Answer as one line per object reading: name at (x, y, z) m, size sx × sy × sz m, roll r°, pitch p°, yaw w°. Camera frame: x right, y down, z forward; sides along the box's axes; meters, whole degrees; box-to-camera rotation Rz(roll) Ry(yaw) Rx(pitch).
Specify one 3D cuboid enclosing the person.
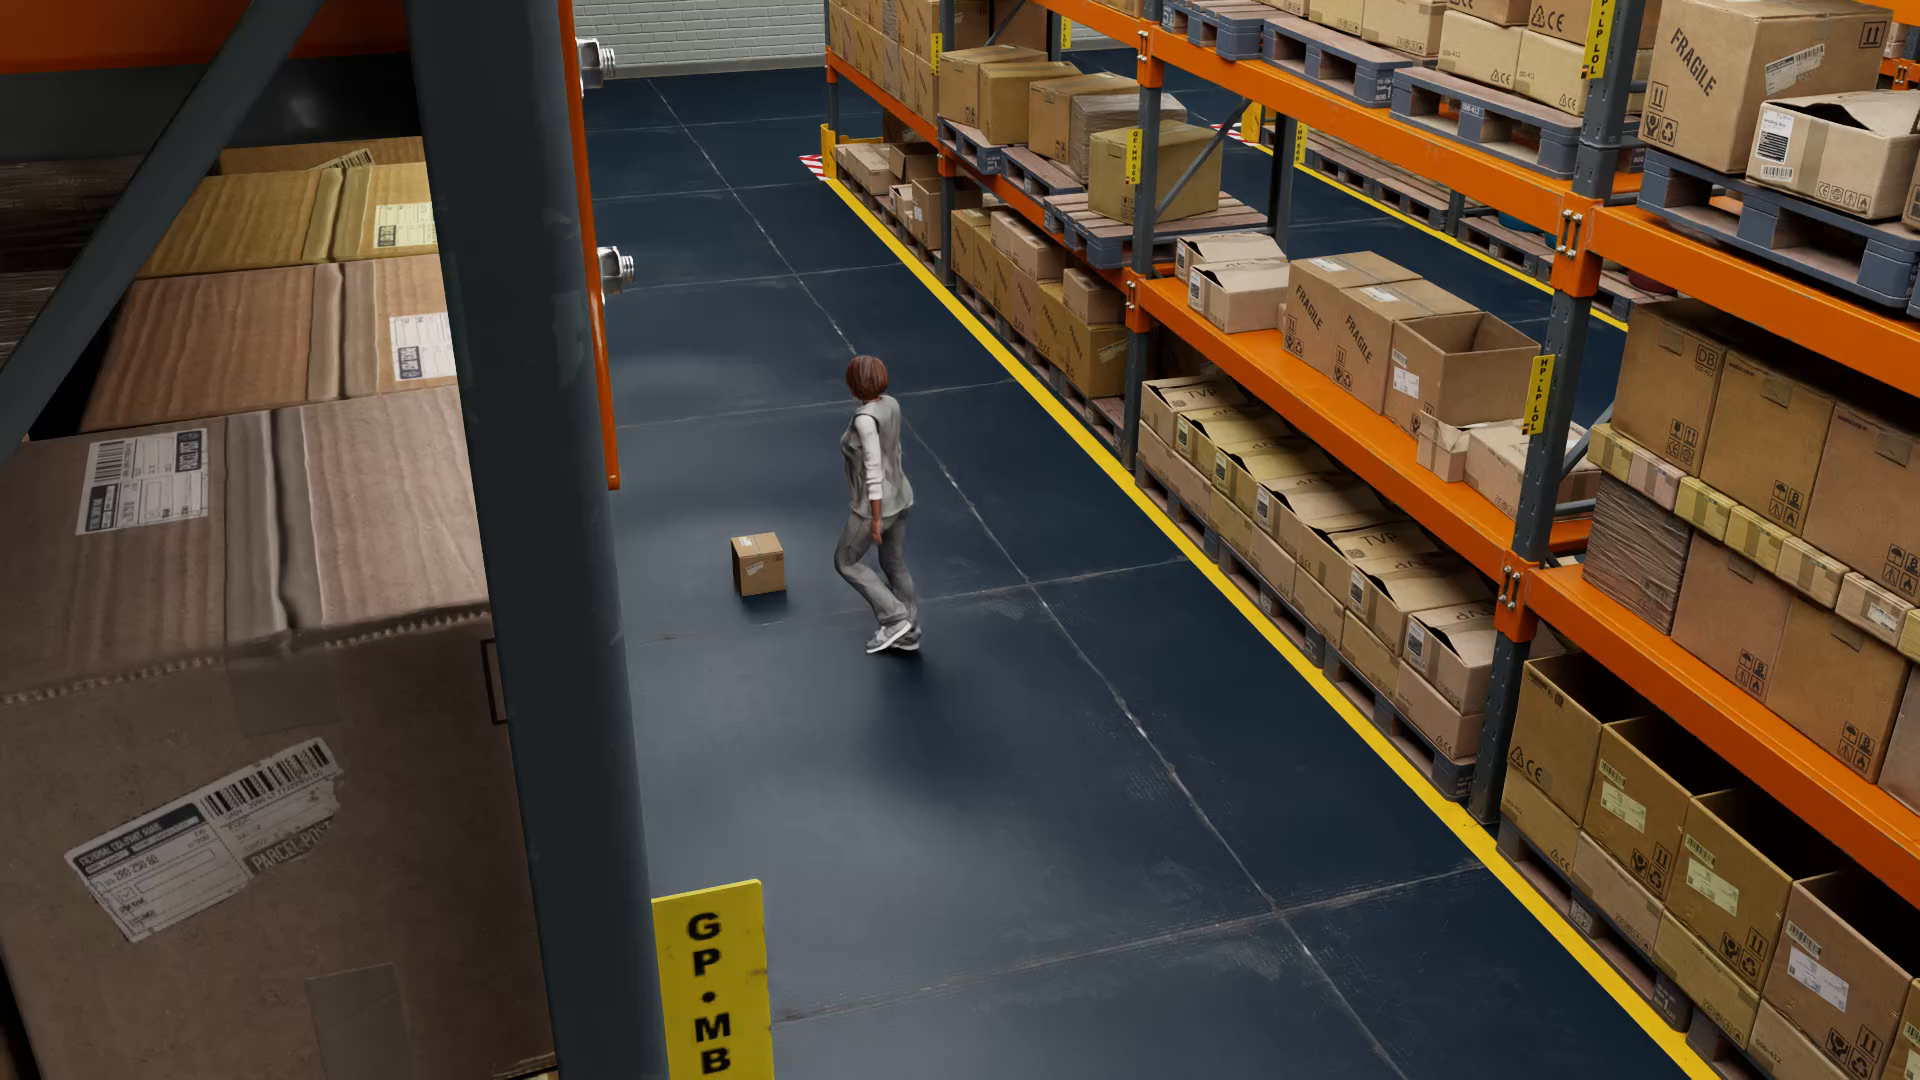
person at (-0.387, -0.166, 8.425) m, size 0.435 × 1.584 × 0.445 m, roll 11°, pitch 29°, yaw 22°
